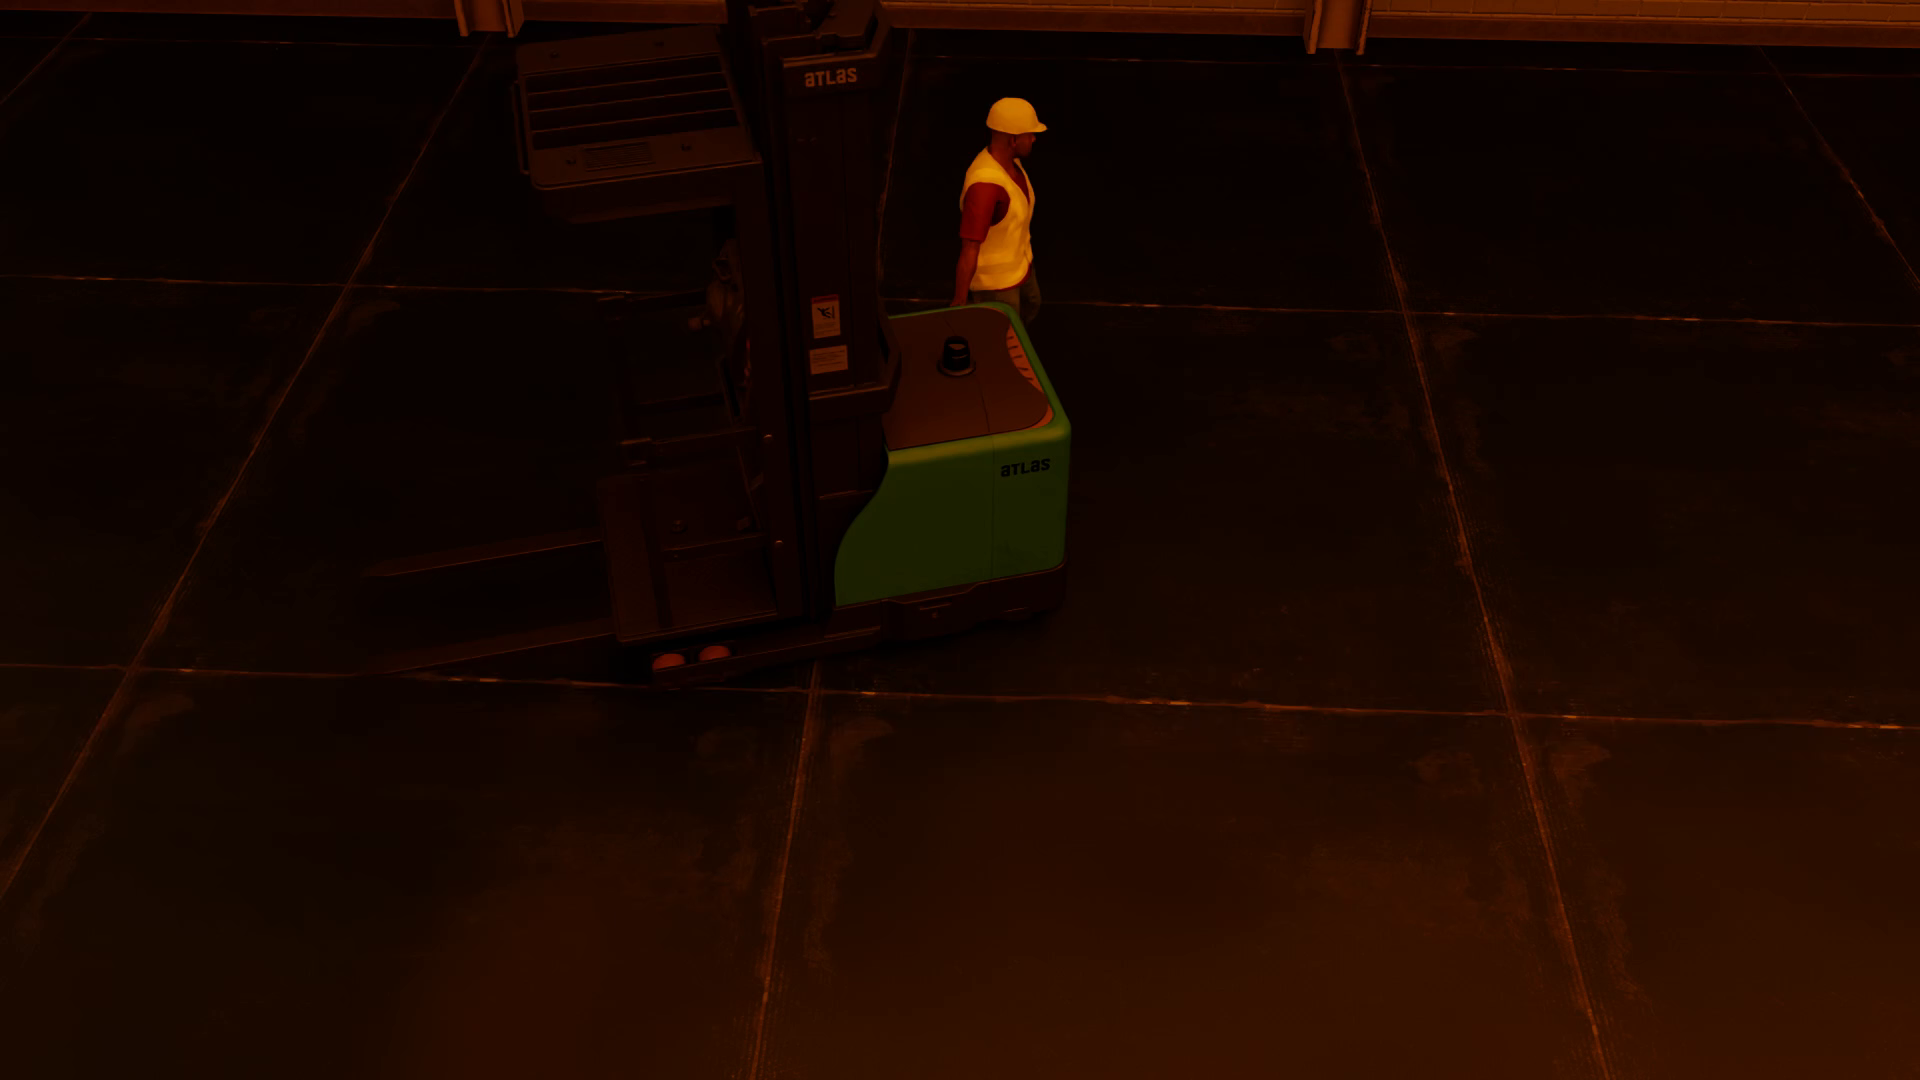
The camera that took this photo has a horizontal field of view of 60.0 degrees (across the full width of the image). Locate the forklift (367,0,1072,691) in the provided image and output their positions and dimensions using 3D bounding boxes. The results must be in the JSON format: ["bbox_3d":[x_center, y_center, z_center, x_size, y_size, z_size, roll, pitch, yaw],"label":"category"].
[{"bbox_3d":[-1.098,-0.826,6.647,3.031,2.935,1.130,-10,43,-10],"label":"forklift"}]

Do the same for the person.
[{"bbox_3d":[0.117,-1.308,8.118,0.502,1.718,0.897,10,43,11],"label":"person"}]
